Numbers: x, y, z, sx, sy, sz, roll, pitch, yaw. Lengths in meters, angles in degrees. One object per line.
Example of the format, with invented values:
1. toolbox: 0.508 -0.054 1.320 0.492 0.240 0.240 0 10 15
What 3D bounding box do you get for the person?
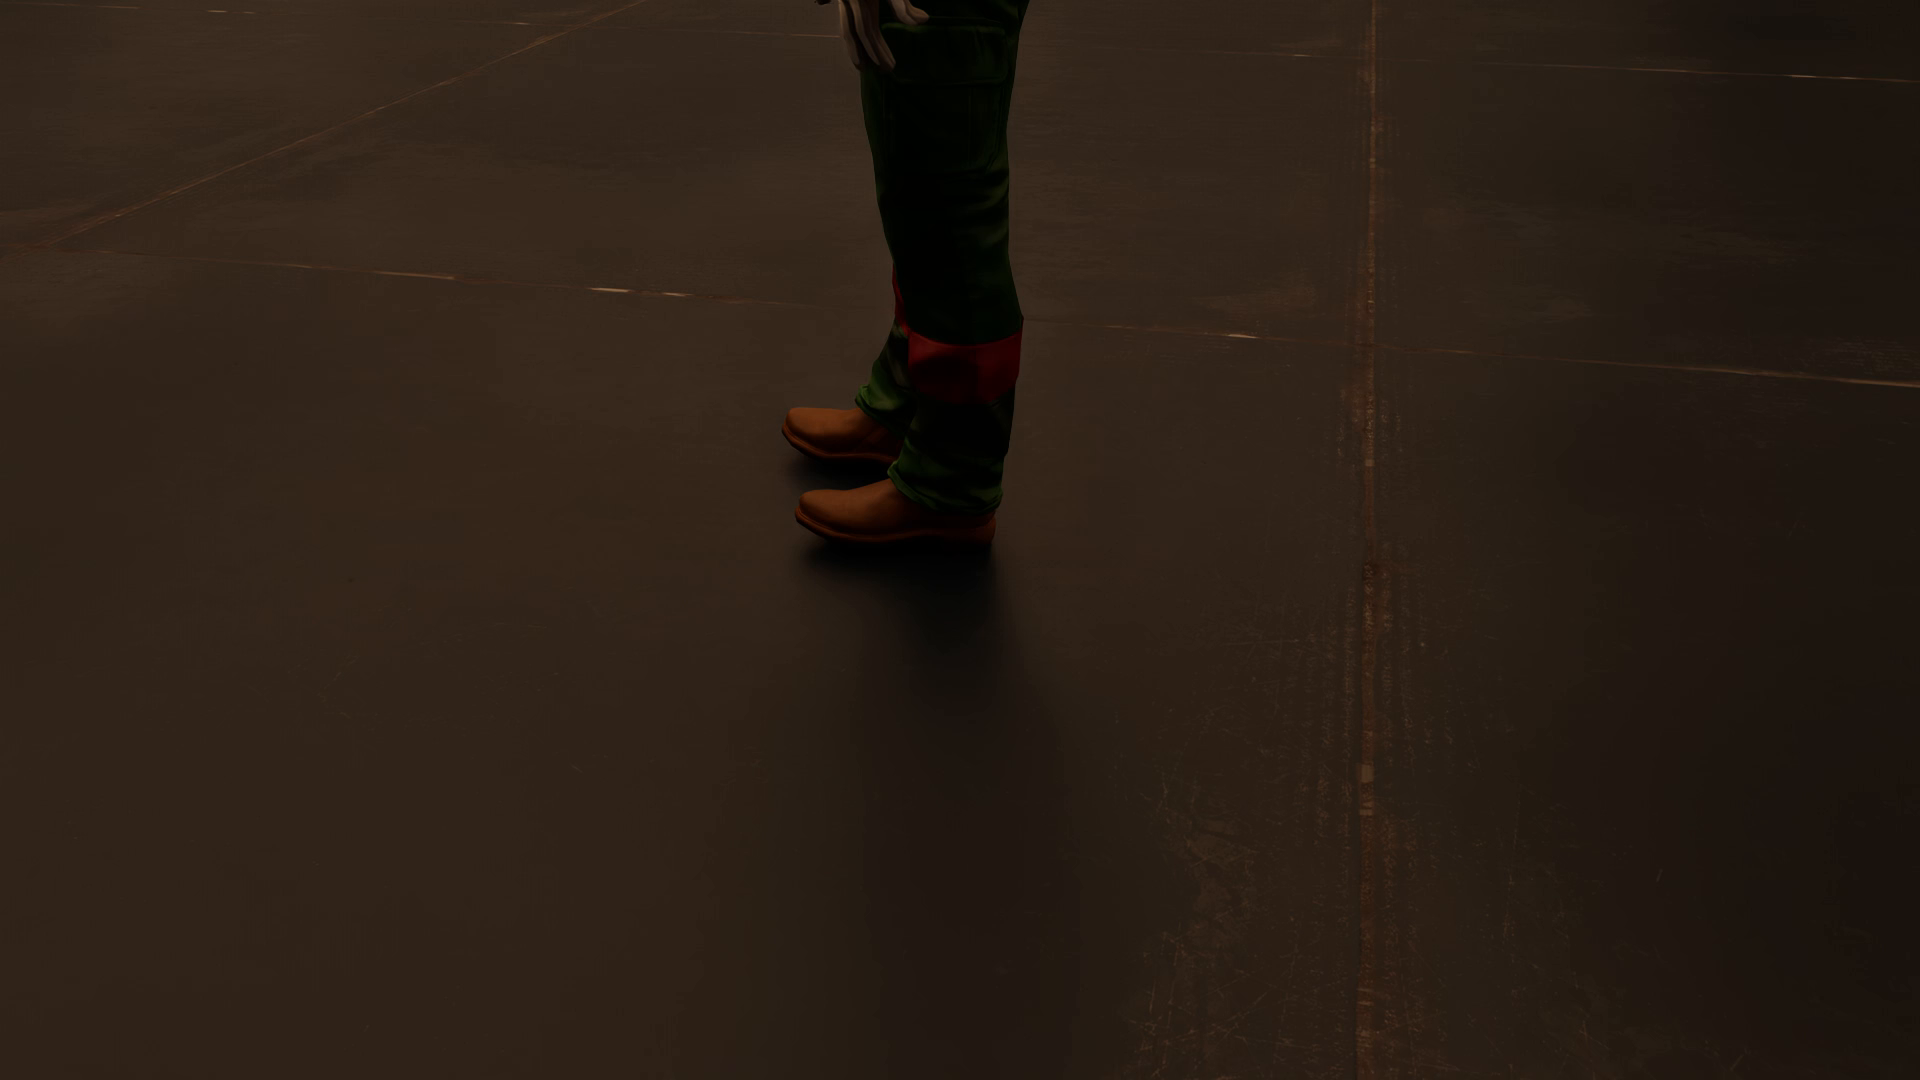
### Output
1. person: -0.076 -0.819 2.120 0.562 1.790 0.637 6 27 11
